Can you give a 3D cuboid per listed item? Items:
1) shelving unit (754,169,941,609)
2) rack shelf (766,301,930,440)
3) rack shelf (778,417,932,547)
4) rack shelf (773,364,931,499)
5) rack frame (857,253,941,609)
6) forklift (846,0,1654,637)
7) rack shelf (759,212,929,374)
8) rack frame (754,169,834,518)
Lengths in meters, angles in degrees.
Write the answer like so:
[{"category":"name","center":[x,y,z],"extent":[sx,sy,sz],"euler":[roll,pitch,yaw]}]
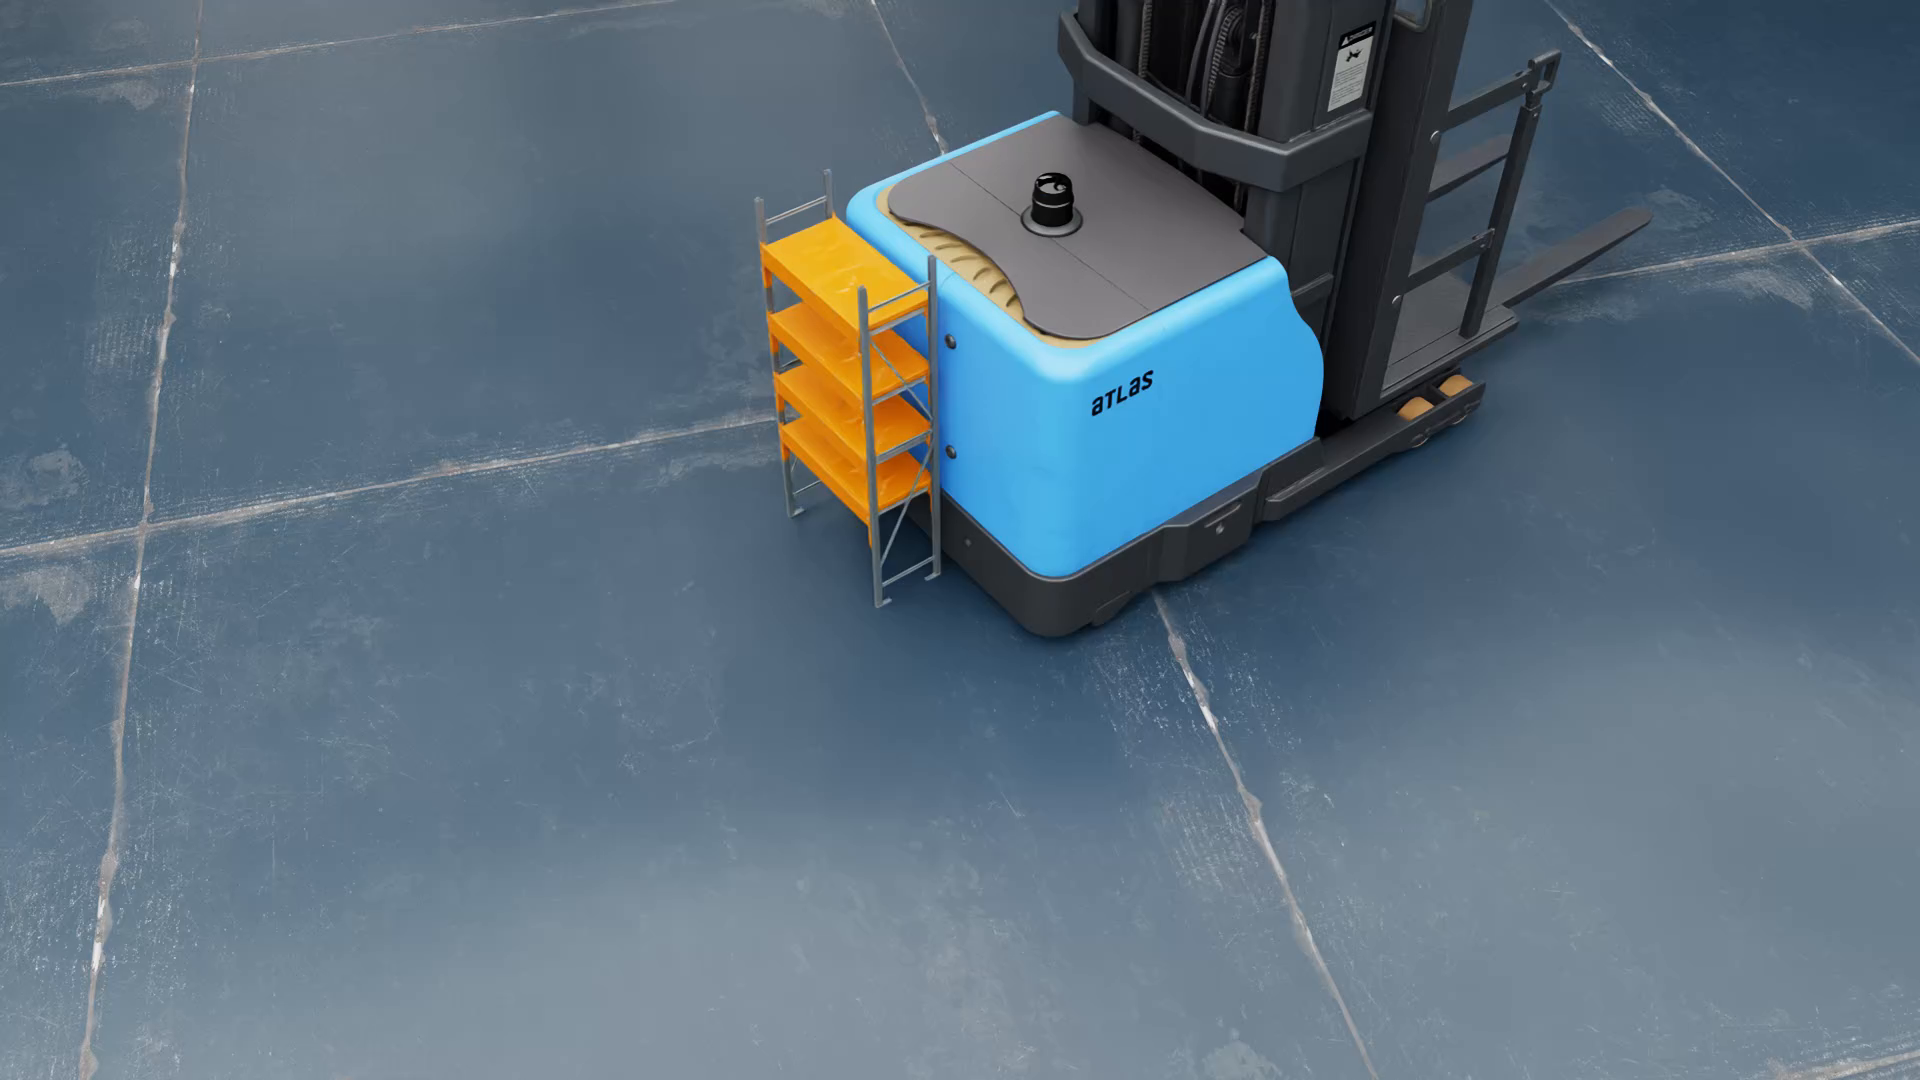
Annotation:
[{"category":"shelving unit","center":[-0.306,-0.405,4.806],"extent":[0.258,1.200,0.503],"euler":[-28,52,-25]},{"category":"rack shelf","center":[-0.306,-0.514,4.694],"extent":[0.258,0.148,0.480],"euler":[-28,52,-25]},{"category":"rack shelf","center":[-0.306,-0.219,4.996],"extent":[0.258,0.148,0.480],"euler":[-28,52,-25]},{"category":"rack shelf","center":[-0.306,-0.357,4.854],"extent":[0.258,0.148,0.480],"euler":[-28,52,-25]},{"category":"rack frame","center":[-0.159,-0.265,4.670],"extent":[0.240,1.200,0.015],"euler":[-28,52,-25]},{"category":"forklift","center":[1.143,-1.610,4.776],"extent":[3.031,2.935,1.130],"euler":[-28,52,-25]},{"category":"rack shelf","center":[-0.307,-0.679,4.525],"extent":[0.258,0.148,0.480],"euler":[-28,52,-25]},{"category":"rack frame","center":[-0.453,-0.544,4.943],"extent":[0.240,1.200,0.015],"euler":[-28,52,-25]}]
